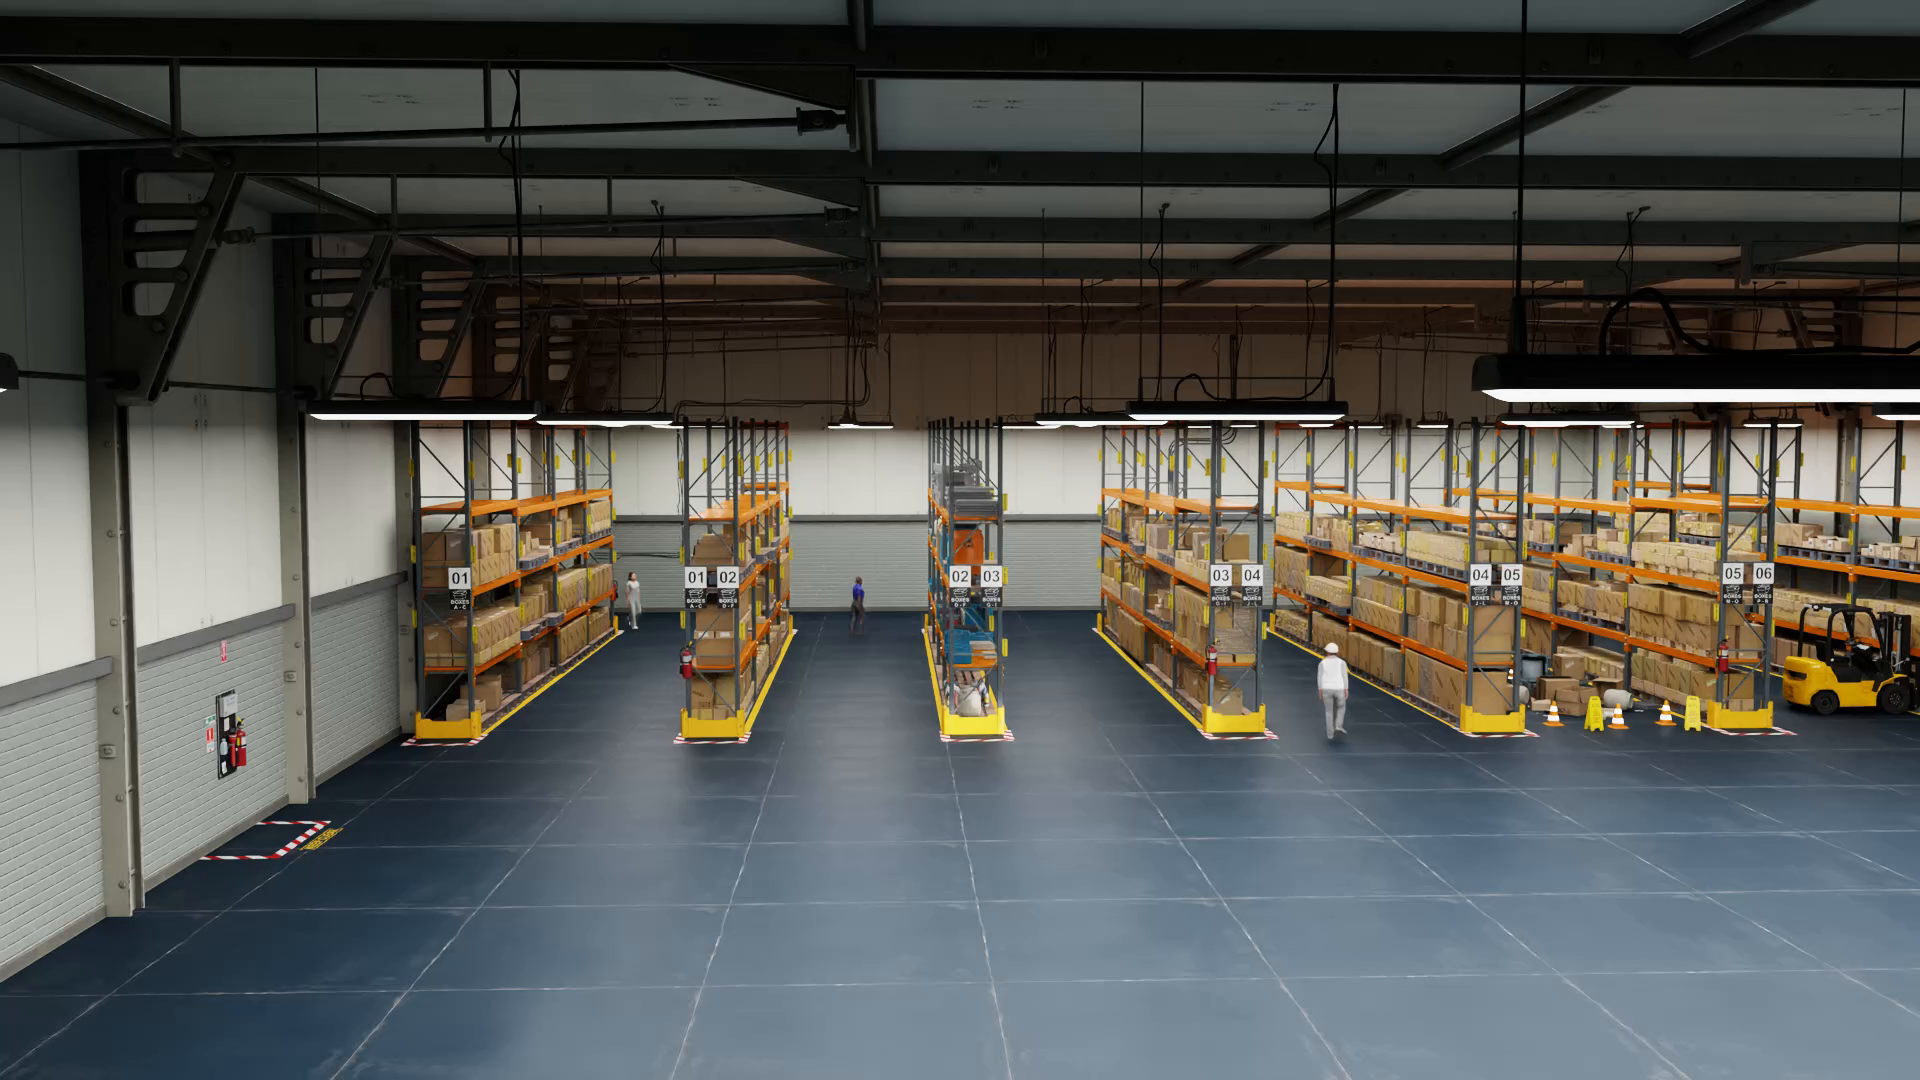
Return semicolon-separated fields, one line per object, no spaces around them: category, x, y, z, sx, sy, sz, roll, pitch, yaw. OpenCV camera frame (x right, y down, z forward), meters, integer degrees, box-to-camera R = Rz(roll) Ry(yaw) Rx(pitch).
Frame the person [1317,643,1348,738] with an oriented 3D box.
person;6.968;2.800;31.076;0.575;1.759;0.495;1;4;16

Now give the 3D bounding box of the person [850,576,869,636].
person;-2.849;1.876;46.691;0.552;1.683;0.491;-2;4;-33

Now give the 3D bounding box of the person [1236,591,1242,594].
person;7.462;1.906;45.754;0.752;1.686;0.635;0;4;6

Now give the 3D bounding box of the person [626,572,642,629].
person;-9.488;1.740;48.118;0.442;1.651;0.598;-4;5;-45
